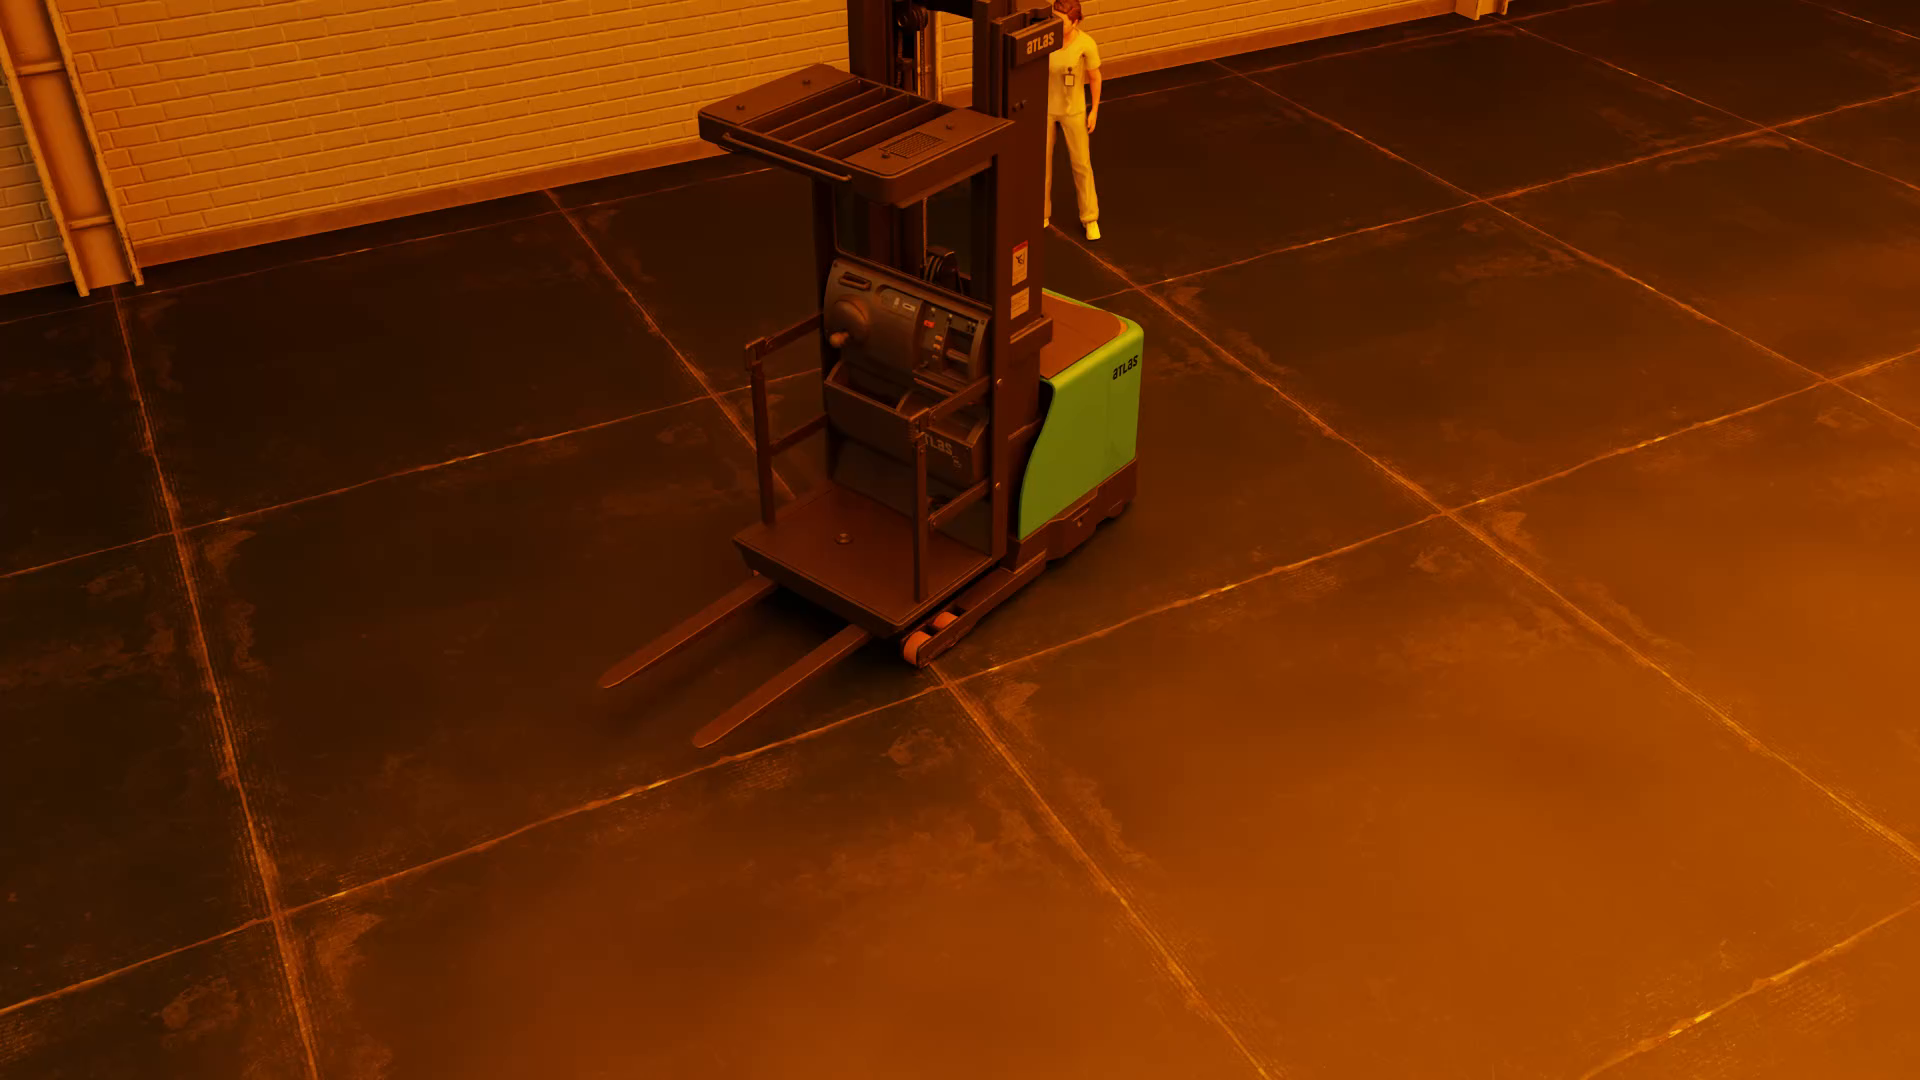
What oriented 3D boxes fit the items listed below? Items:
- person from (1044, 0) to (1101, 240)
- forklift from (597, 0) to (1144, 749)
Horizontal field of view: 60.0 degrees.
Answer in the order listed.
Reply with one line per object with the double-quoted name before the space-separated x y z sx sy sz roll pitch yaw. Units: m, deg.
"person" 0.712 -2.876 11.299 0.601 1.662 0.397 8 36 11
"forklift" -0.390 -0.927 7.434 1.130 2.935 3.031 26 43 31
